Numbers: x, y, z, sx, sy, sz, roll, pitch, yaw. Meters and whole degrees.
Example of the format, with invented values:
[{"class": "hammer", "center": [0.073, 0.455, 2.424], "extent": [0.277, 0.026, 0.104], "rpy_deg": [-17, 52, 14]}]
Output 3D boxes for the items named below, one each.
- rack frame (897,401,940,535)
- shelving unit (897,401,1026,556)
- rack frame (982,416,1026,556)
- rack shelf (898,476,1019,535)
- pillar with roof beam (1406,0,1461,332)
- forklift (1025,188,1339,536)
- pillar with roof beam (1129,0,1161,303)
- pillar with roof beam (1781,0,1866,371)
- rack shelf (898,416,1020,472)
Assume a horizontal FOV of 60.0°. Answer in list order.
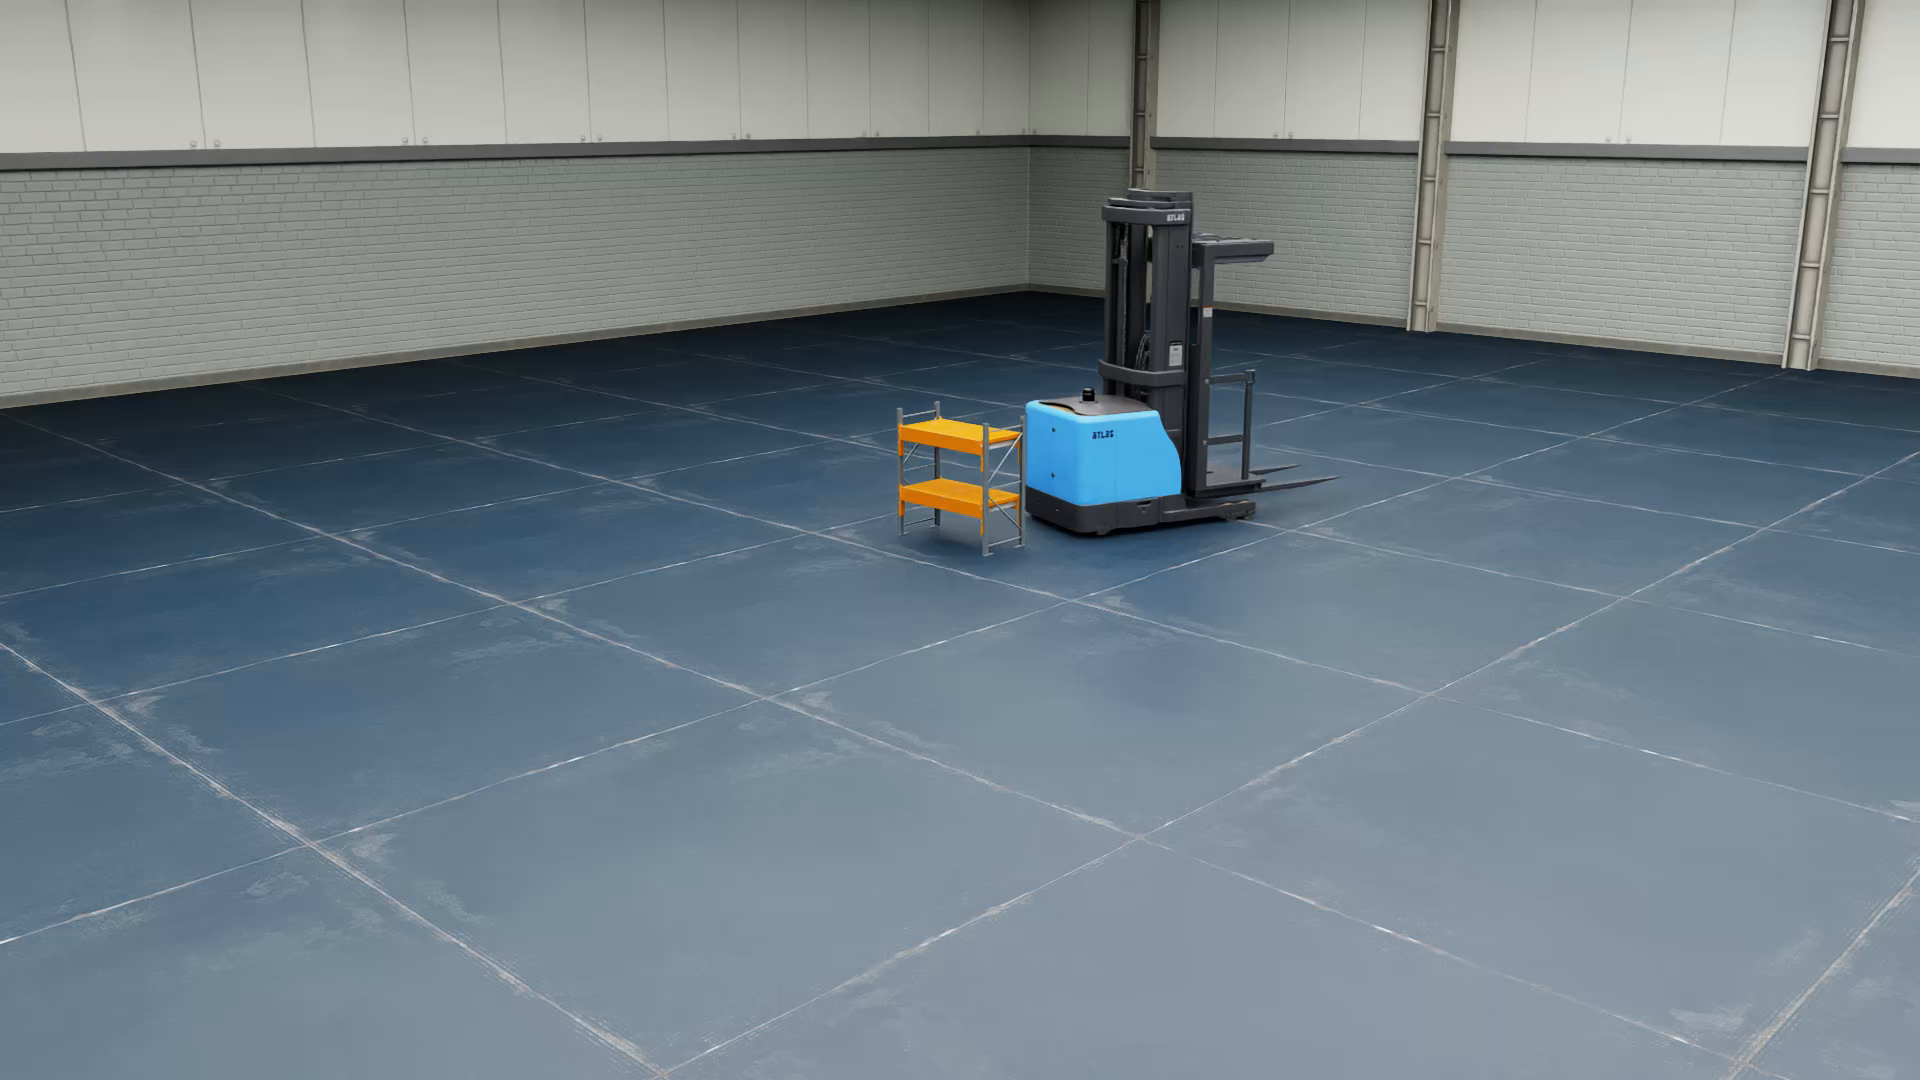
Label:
[{"class": "rack frame", "center": [-0.361, -0.632, 14.627], "extent": [0.032, 1.125, 0.500], "rpy_deg": [14, 20, 42]}, {"class": "shelving unit", "center": [0.005, -0.543, 14.286], "extent": [1.048, 1.125, 0.538], "rpy_deg": [14, 20, 42]}, {"class": "rack frame", "center": [0.371, -0.454, 13.944], "extent": [0.032, 1.125, 0.500], "rpy_deg": [14, 20, 42]}, {"class": "rack shelf", "center": [0.005, -0.307, 14.347], "extent": [1.000, 0.278, 0.538], "rpy_deg": [14, 20, 42]}, {"class": "pillar with roof beam", "center": [4.772, -7.098, 23.825], "extent": [0.400, 9.000, 9.100], "rpy_deg": [14, 20, 42]}, {"class": "forklift", "center": [2.125, -1.698, 15.136], "extent": [3.031, 2.935, 1.130], "rpy_deg": [-8, 16, -27]}, {"class": "pillar with roof beam", "center": [0.453, -8.148, 27.855], "extent": [0.400, 9.000, 9.100], "rpy_deg": [14, 20, 42]}, {"class": "pillar with roof beam", "center": [9.092, -6.048, 19.795], "extent": [0.400, 9.000, 9.100], "rpy_deg": [14, 20, 42]}, {"class": "rack shelf", "center": [0.005, -0.826, 14.212], "extent": [1.000, 0.278, 0.538], "rpy_deg": [14, 20, 42]}]
